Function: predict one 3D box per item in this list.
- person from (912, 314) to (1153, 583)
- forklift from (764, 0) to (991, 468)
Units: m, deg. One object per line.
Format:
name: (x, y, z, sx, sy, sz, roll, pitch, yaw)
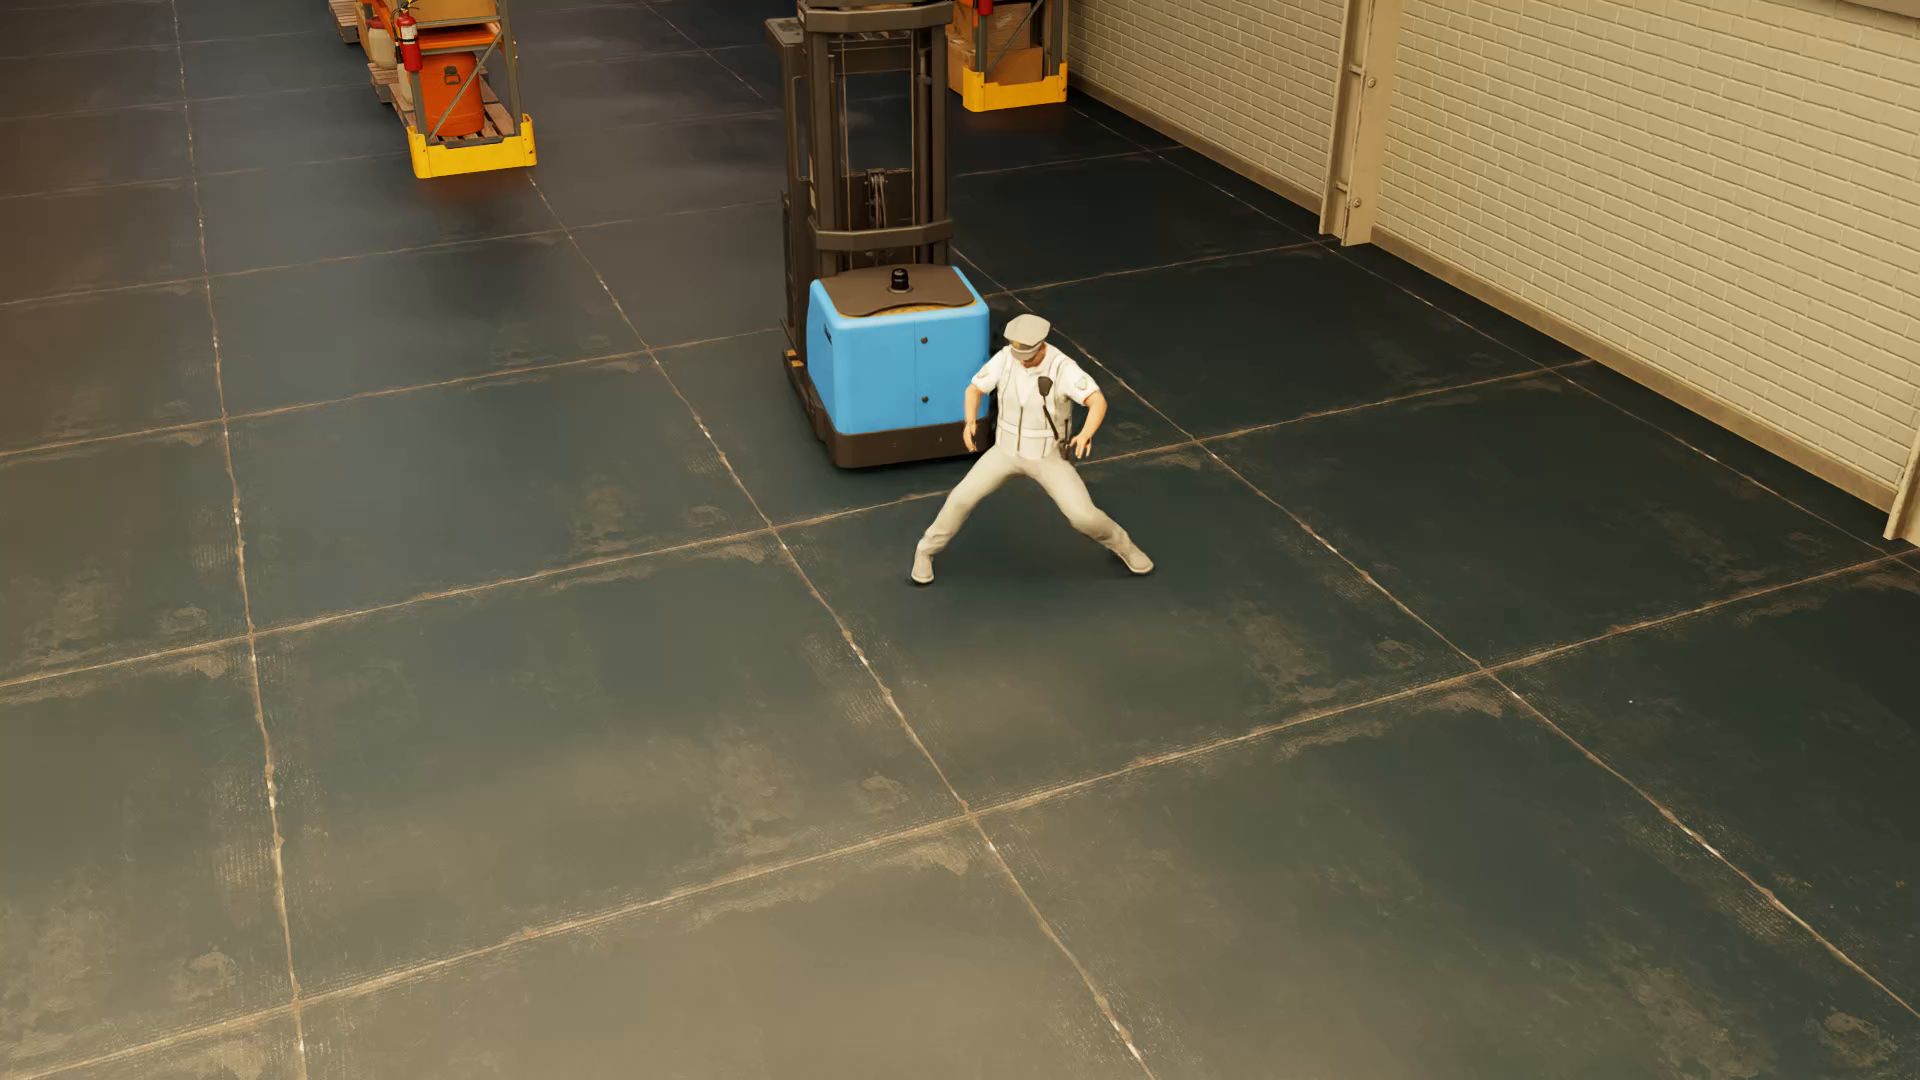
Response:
person: (0.409, -0.483, 9.354, 1.320, 1.546, 0.838, 14, 32, 22)
forklift: (-0.678, -2.454, 11.411, 1.130, 2.935, 3.031, -8, 31, -13)
